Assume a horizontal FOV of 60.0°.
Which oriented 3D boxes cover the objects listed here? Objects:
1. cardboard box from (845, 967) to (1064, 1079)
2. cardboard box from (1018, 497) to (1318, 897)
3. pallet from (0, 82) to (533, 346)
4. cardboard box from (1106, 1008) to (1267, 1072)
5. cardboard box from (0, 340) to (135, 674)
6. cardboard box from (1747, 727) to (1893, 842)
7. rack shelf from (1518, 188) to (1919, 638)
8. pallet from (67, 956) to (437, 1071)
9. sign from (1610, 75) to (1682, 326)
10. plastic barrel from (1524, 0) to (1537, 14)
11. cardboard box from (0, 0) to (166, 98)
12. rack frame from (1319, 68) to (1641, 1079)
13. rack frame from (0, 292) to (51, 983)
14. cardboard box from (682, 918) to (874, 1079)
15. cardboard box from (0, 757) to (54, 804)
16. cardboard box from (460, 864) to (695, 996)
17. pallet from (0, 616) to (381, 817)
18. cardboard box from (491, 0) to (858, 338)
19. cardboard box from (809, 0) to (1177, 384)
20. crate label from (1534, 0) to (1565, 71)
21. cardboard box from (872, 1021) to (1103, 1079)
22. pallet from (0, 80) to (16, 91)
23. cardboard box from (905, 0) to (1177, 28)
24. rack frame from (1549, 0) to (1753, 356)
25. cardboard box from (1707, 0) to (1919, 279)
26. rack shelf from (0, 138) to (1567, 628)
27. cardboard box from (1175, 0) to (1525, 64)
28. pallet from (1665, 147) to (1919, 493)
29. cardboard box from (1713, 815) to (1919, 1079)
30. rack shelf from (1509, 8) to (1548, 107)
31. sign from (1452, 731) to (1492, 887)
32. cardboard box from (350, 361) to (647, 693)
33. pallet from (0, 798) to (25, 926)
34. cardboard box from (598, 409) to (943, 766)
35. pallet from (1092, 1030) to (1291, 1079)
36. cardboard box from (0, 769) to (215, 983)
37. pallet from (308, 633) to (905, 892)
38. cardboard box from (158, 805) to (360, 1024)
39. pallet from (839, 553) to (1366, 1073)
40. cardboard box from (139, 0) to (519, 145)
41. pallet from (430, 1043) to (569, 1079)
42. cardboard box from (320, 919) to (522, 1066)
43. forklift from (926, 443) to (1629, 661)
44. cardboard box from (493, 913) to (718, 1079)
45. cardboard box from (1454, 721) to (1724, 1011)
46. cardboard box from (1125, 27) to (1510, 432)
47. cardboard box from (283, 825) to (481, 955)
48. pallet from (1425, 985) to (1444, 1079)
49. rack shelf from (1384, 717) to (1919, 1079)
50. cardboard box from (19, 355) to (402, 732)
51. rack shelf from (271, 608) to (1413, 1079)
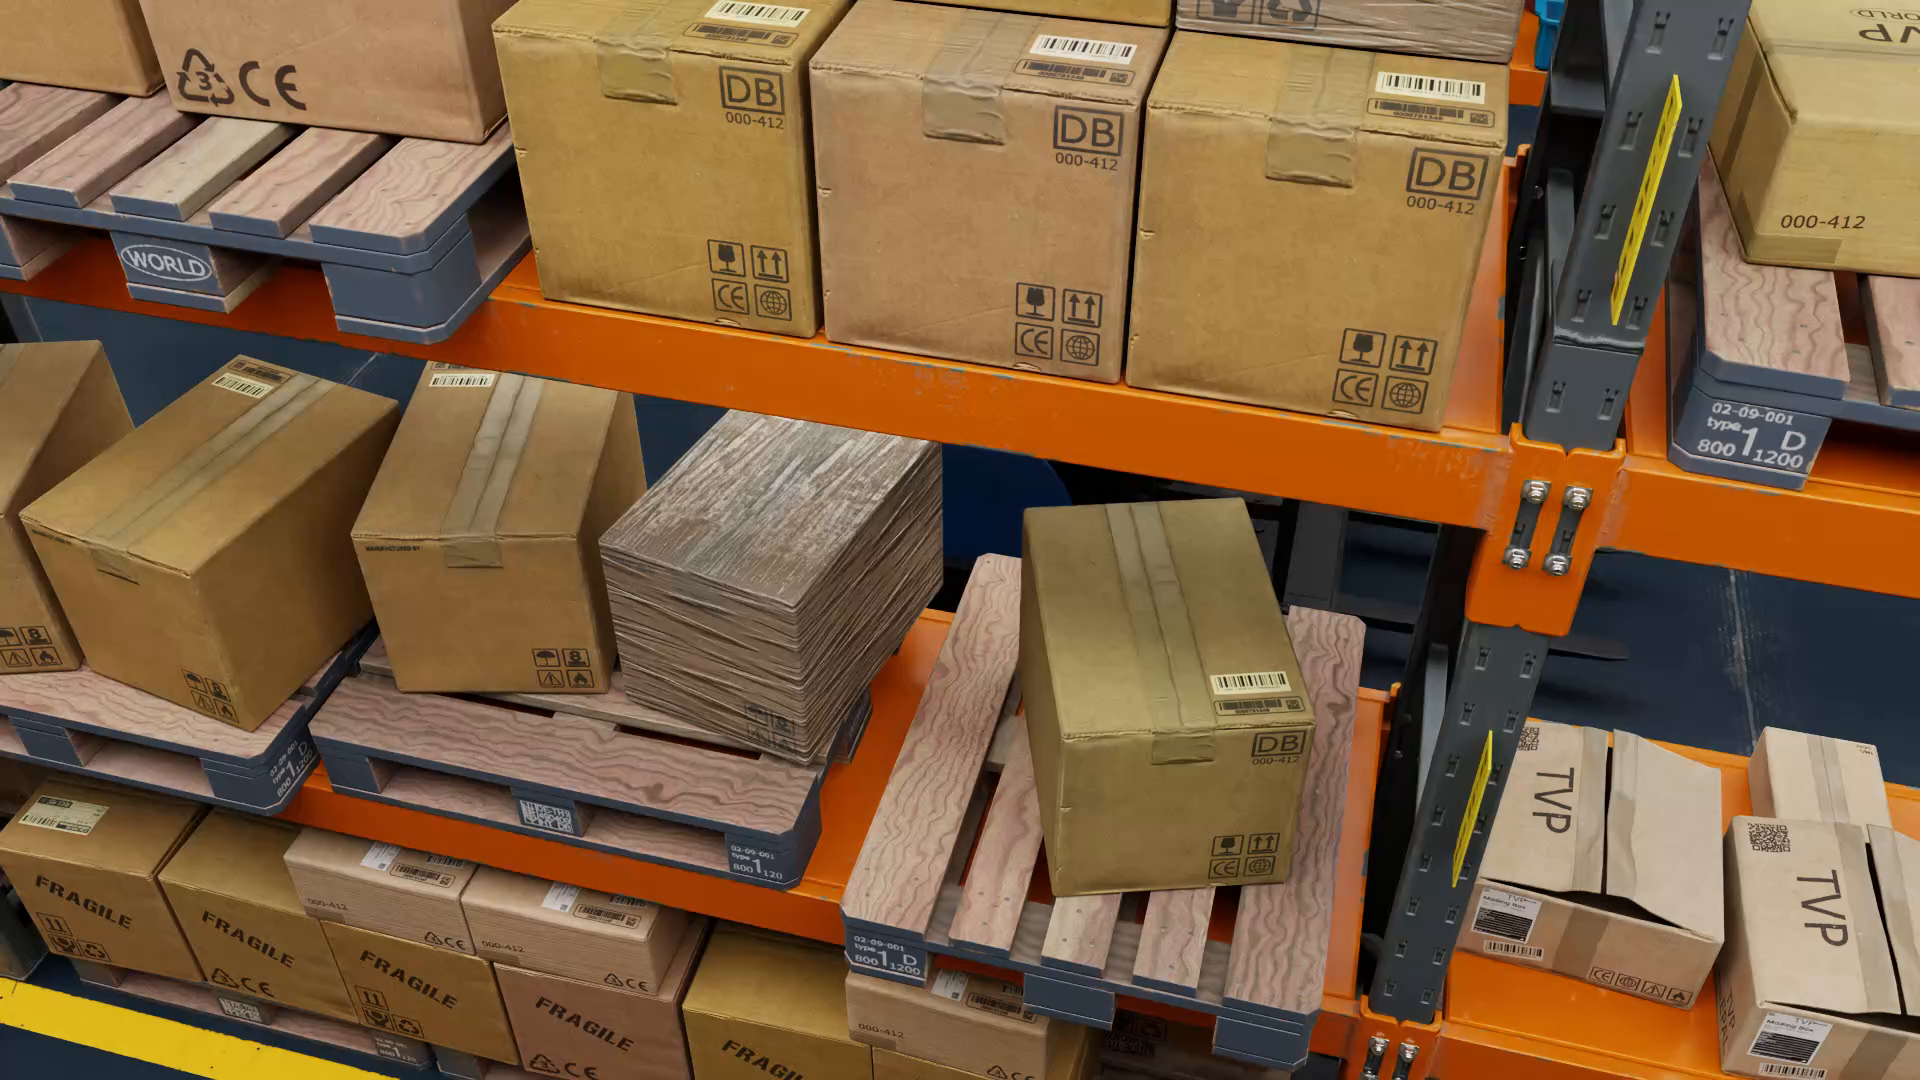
[{"bbox_3d":[0.035,1.046,4.190,0.500,0.250,0.500,11,41,13],"label":"cardboard box"},{"bbox_3d":[0.417,0.327,3.623,0.500,0.500,0.700,-3,40,-3],"label":"cardboard box"},{"bbox_3d":[-1.195,-0.858,3.253,1.003,0.211,1.213,10,41,11],"label":"pallet"},{"bbox_3d":[0.688,1.097,4.713,0.500,0.500,0.500,11,41,13],"label":"cardboard box"},{"bbox_3d":[-2.410,-0.085,4.115,0.500,0.500,0.700,-3,40,-3],"label":"cardboard box"},{"bbox_3d":[1.994,0.635,3.856,0.250,0.149,0.380,10,41,11],"label":"cardboard box"},{"bbox_3d":[2.986,0.021,2.620,4.000,0.370,1.077,10,41,11],"label":"rack shelf"},{"bbox_3d":[-2.014,1.076,5.305,1.213,0.211,1.003,10,41,11],"label":"pallet"},{"bbox_3d":[0.912,-0.449,2.217,0.005,0.325,0.100,10,41,11],"label":"sign"},{"bbox_3d":[2.865,-2.679,7.501,0.708,0.536,0.600,10,41,11],"label":"plastic barrel"},{"bbox_3d":[-1.691,-1.263,3.107,0.600,0.600,0.600,9,41,11],"label":"cardboard box"},{"bbox_3d":[1.054,0.561,3.749,0.127,3.000,1.000,10,41,11],"label":"rack frame"},{"bbox_3d":[-2.810,-0.104,4.541,0.127,3.000,1.000,10,41,11],"label":"rack frame"},{"bbox_3d":[-0.410,1.254,4.526,0.500,0.500,0.500,8,41,10],"label":"cardboard box"},{"bbox_3d":[-3.159,0.553,5.507,0.500,0.311,0.500,10,41,11],"label":"cardboard box"},{"bbox_3d":[-0.955,0.879,4.390,0.500,0.250,0.500,9,41,11],"label":"cardboard box"},{"bbox_3d":[-2.066,0.170,4.364,1.213,0.211,1.003,10,41,11],"label":"pallet"},{"bbox_3d":[-0.371,-0.849,3.018,0.500,0.500,0.910,10,41,11],"label":"cardboard box"},{"bbox_3d":[0.131,-0.762,2.915,0.500,0.500,0.910,10,41,11],"label":"cardboard box"},{"bbox_3d":[2.648,-2.148,7.106,0.416,0.233,0.303,10,41,11],"label":"crate label"},{"bbox_3d":[0.090,1.340,4.423,0.500,0.500,0.500,11,41,13],"label":"cardboard box"},{"bbox_3d":[-2.198,-1.028,3.456,1.003,0.211,1.213,10,41,11],"label":"pallet"},{"bbox_3d":[0.142,-1.170,2.623,0.500,0.500,0.500,10,41,11],"label":"cardboard box"},{"bbox_3d":[1.054,-1.736,1.820,0.127,3.000,1.000,10,41,11],"label":"rack frame"},{"bbox_3d":[1.507,-0.650,2.650,0.500,0.250,0.500,7,41,8],"label":"cardboard box"},{"bbox_3d":[-0.878,-0.644,3.412,4.000,0.370,1.077,10,41,11],"label":"rack shelf"},{"bbox_3d":[0.634,-1.085,2.522,0.500,0.500,0.500,10,41,11],"label":"cardboard box"},{"bbox_3d":[1.733,-0.458,2.777,1.003,0.211,1.213,12,41,13],"label":"pallet"},{"bbox_3d":[1.868,0.864,3.458,0.500,0.311,0.500,9,41,11],"label":"cardboard box"},{"bbox_3d":[4.270,-1.907,7.248,4.000,0.370,1.077,10,41,11],"label":"rack shelf"},{"bbox_3d":[0.923,0.487,2.999,0.005,0.325,0.100,10,41,11],"label":"sign"},{"bbox_3d":[-1.087,-0.047,4.070,0.500,0.500,0.700,0,40,0],"label":"cardboard box"},{"bbox_3d":[-3.473,0.849,5.575,1.213,0.211,1.003,10,41,11],"label":"pallet"},{"bbox_3d":[-0.417,0.057,3.946,0.500,0.500,0.700,17,43,20],"label":"cardboard box"},{"bbox_3d":[0.343,1.481,4.822,1.213,0.211,1.003,10,41,11],"label":"pallet"},{"bbox_3d":[-2.406,0.917,4.928,0.500,0.500,0.500,8,41,9],"label":"cardboard box"},{"bbox_3d":[-0.826,0.314,4.193,1.213,0.211,1.003,10,41,11],"label":"pallet"},{"bbox_3d":[-1.887,0.999,4.830,0.500,0.500,0.500,10,41,12],"label":"cardboard box"},{"bbox_3d":[0.381,0.566,3.893,1.003,0.211,1.213,10,41,11],"label":"pallet"},{"bbox_3d":[-1.053,-1.140,2.961,0.600,0.600,0.600,8,41,10],"label":"cardboard box"},{"bbox_3d":[-0.832,1.277,5.065,1.213,0.211,1.003,10,41,11],"label":"pallet"},{"bbox_3d":[-1.407,1.086,4.726,0.500,0.500,0.500,10,41,12],"label":"cardboard box"},{"bbox_3d":[0.997,-0.986,5.645,3.031,2.935,1.130,10,41,11],"label":"forklift"},{"bbox_3d":[-0.918,1.171,4.625,0.500,0.500,0.500,8,41,10],"label":"cardboard box"},{"bbox_3d":[1.394,0.683,3.674,0.500,0.311,0.500,12,42,14],"label":"cardboard box"},{"bbox_3d":[0.624,-0.677,2.814,0.500,0.500,0.910,10,41,11],"label":"cardboard box"},{"bbox_3d":[-1.440,0.796,4.488,0.500,0.250,0.500,10,41,12],"label":"cardboard box"},{"bbox_3d":[1.839,1.790,4.454,1.213,0.211,1.003,10,41,11],"label":"pallet"},{"bbox_3d":[2.986,1.169,3.585,4.000,0.370,1.077,10,41,11],"label":"rack shelf"},{"bbox_3d":[-1.729,-0.010,4.025,0.500,0.500,0.700,16,43,18],"label":"cardboard box"},{"bbox_3d":[-0.878,0.504,4.377,4.000,0.370,1.077,10,41,11],"label":"rack shelf"}]
